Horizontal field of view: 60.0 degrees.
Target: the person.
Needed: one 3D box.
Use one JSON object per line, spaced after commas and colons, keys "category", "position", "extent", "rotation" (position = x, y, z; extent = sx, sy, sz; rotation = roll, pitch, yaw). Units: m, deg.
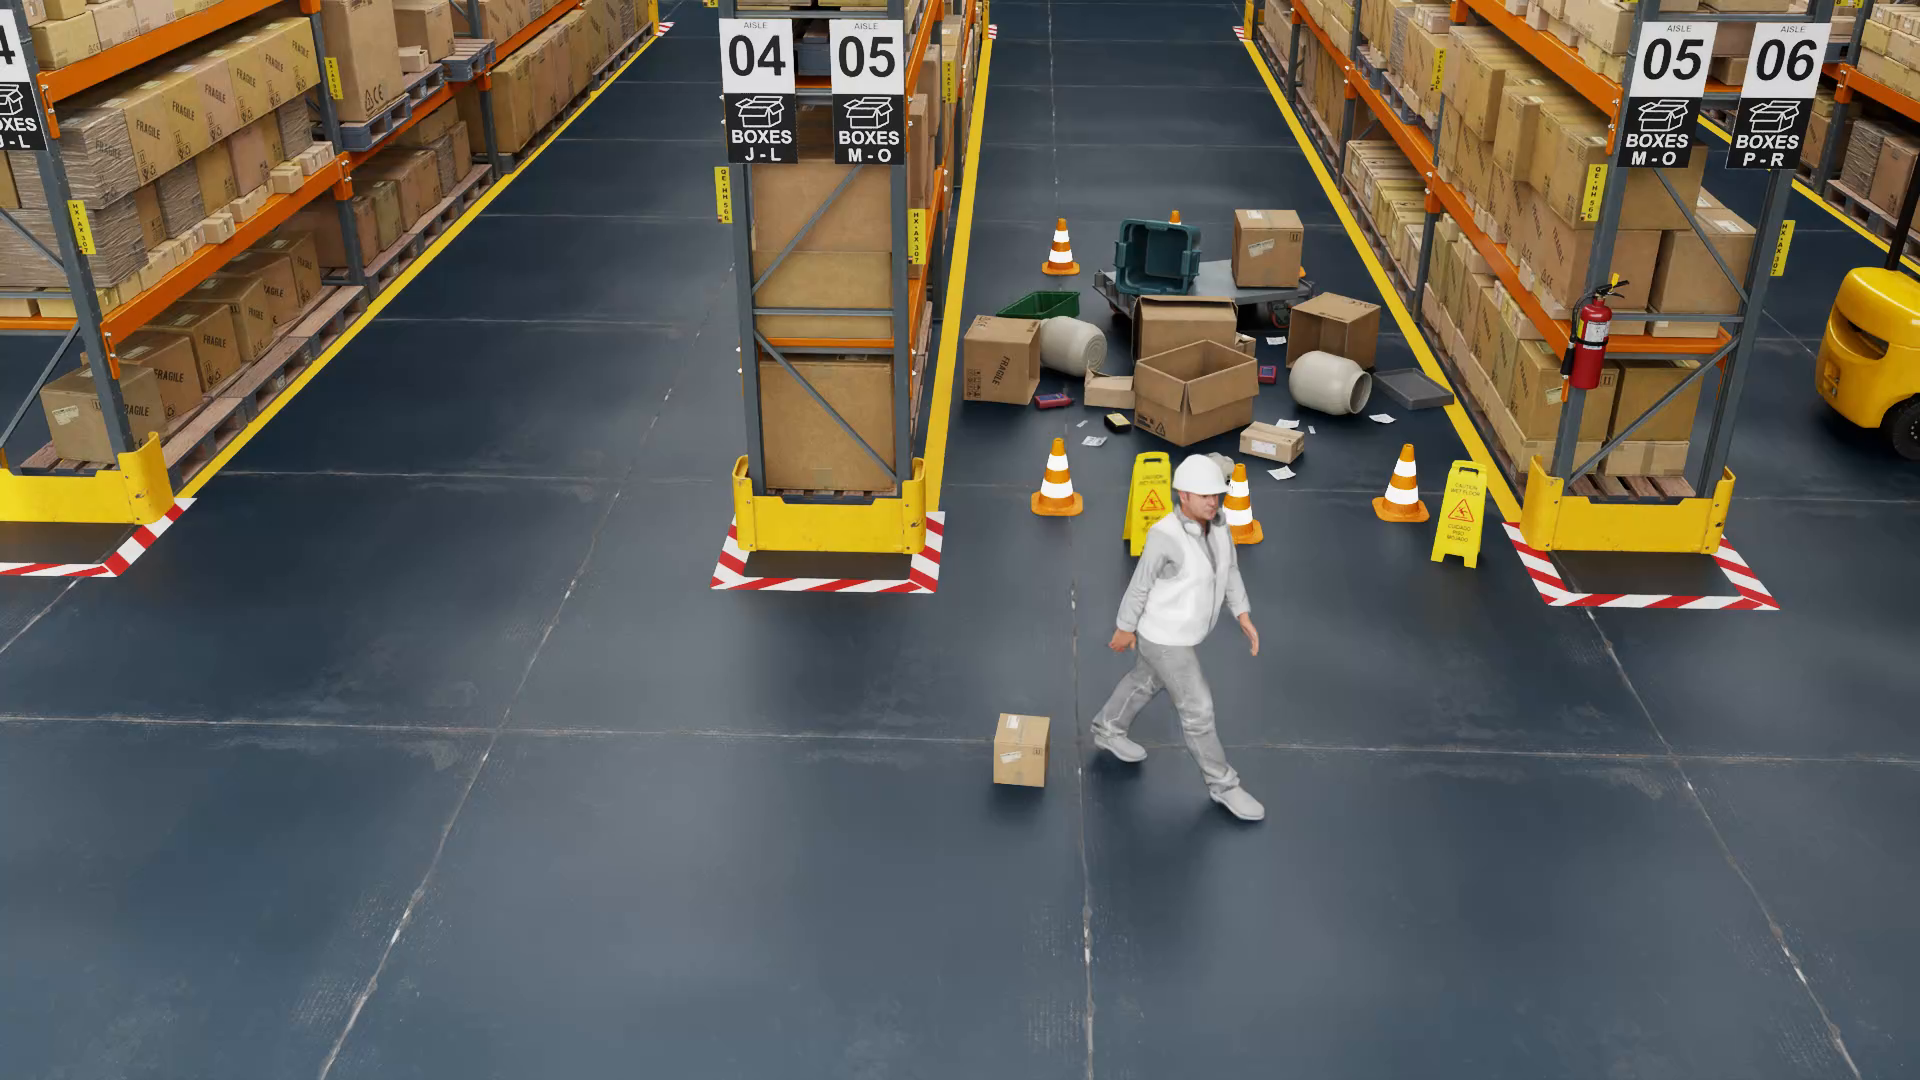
{"category": "person", "position": [1.079, 0.404, 7.819], "extent": [0.994, 1.726, 0.516], "rotation": [16, 32, 28]}
